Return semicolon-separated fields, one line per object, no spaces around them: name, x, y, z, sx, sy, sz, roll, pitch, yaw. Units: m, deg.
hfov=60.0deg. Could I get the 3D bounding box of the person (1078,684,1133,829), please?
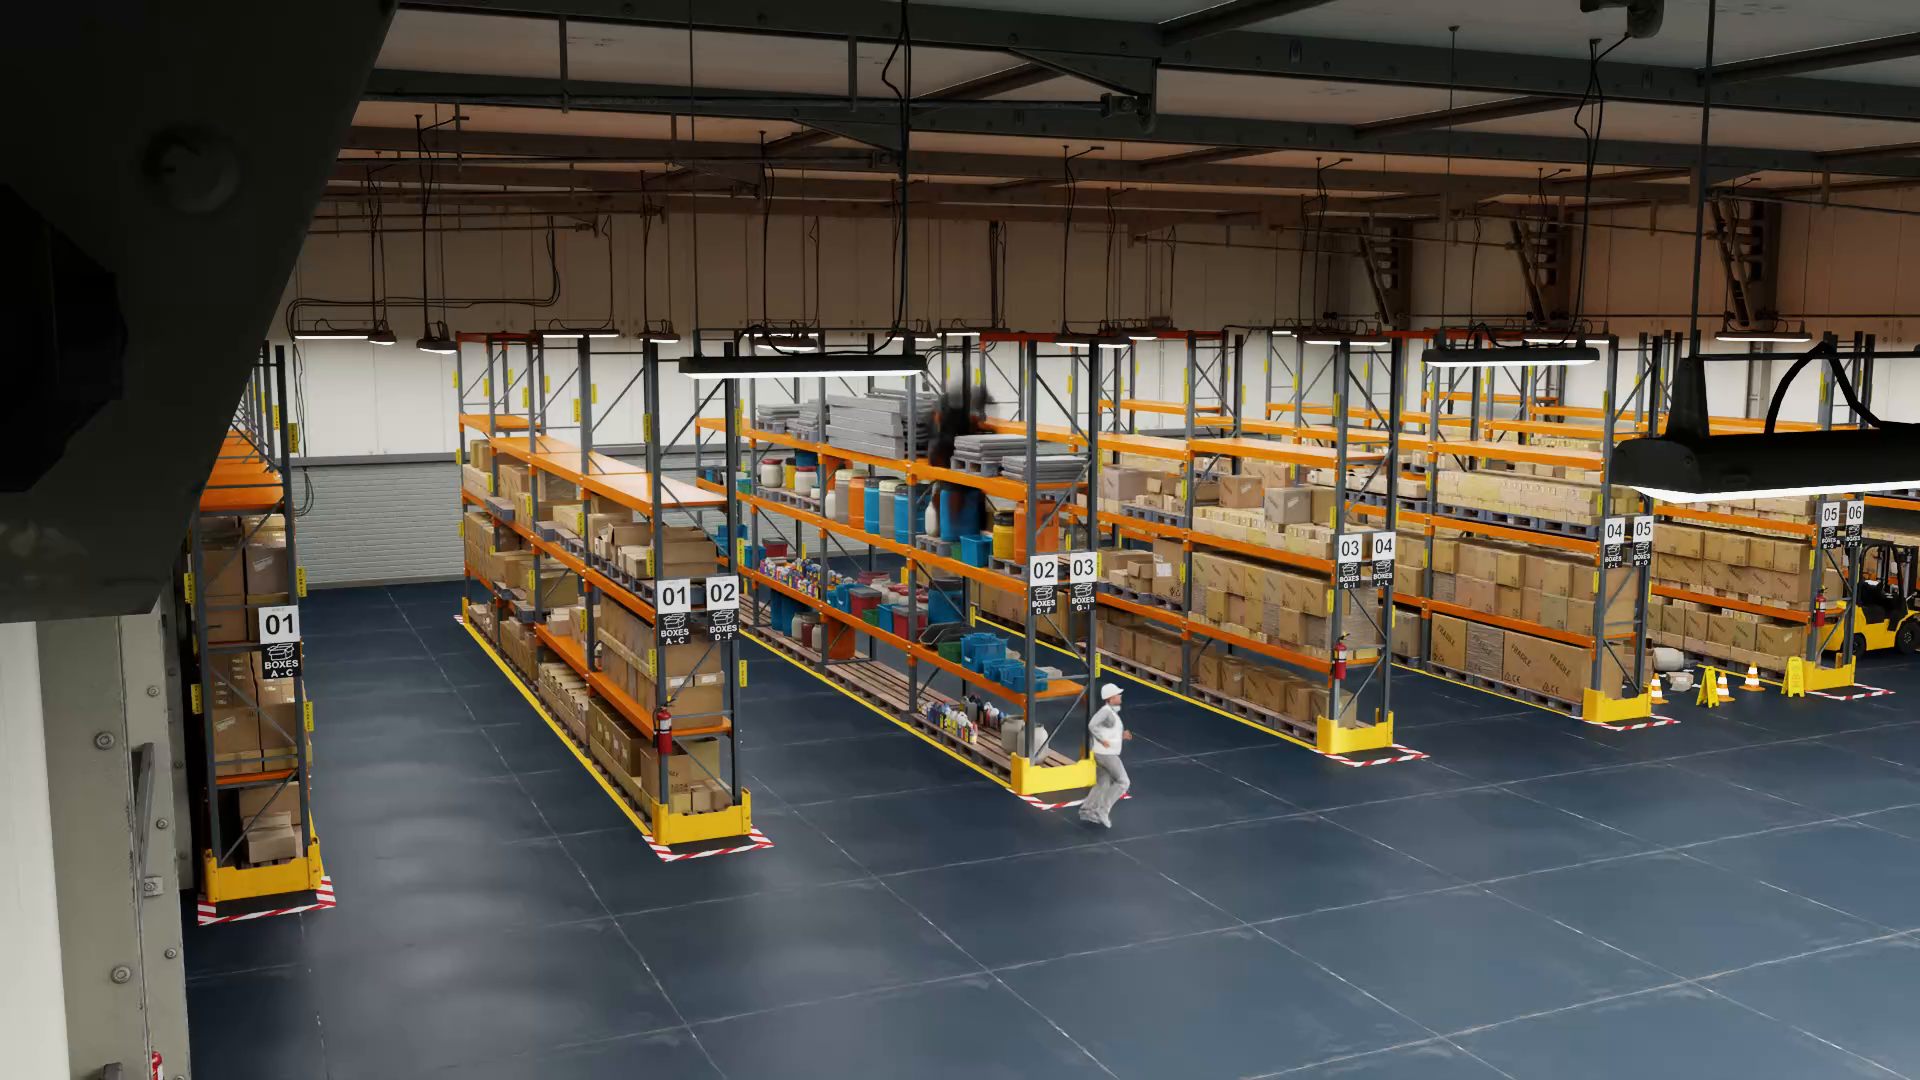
person;1.826;2.676;20.831;0.664;1.746;0.706;1;8;5
